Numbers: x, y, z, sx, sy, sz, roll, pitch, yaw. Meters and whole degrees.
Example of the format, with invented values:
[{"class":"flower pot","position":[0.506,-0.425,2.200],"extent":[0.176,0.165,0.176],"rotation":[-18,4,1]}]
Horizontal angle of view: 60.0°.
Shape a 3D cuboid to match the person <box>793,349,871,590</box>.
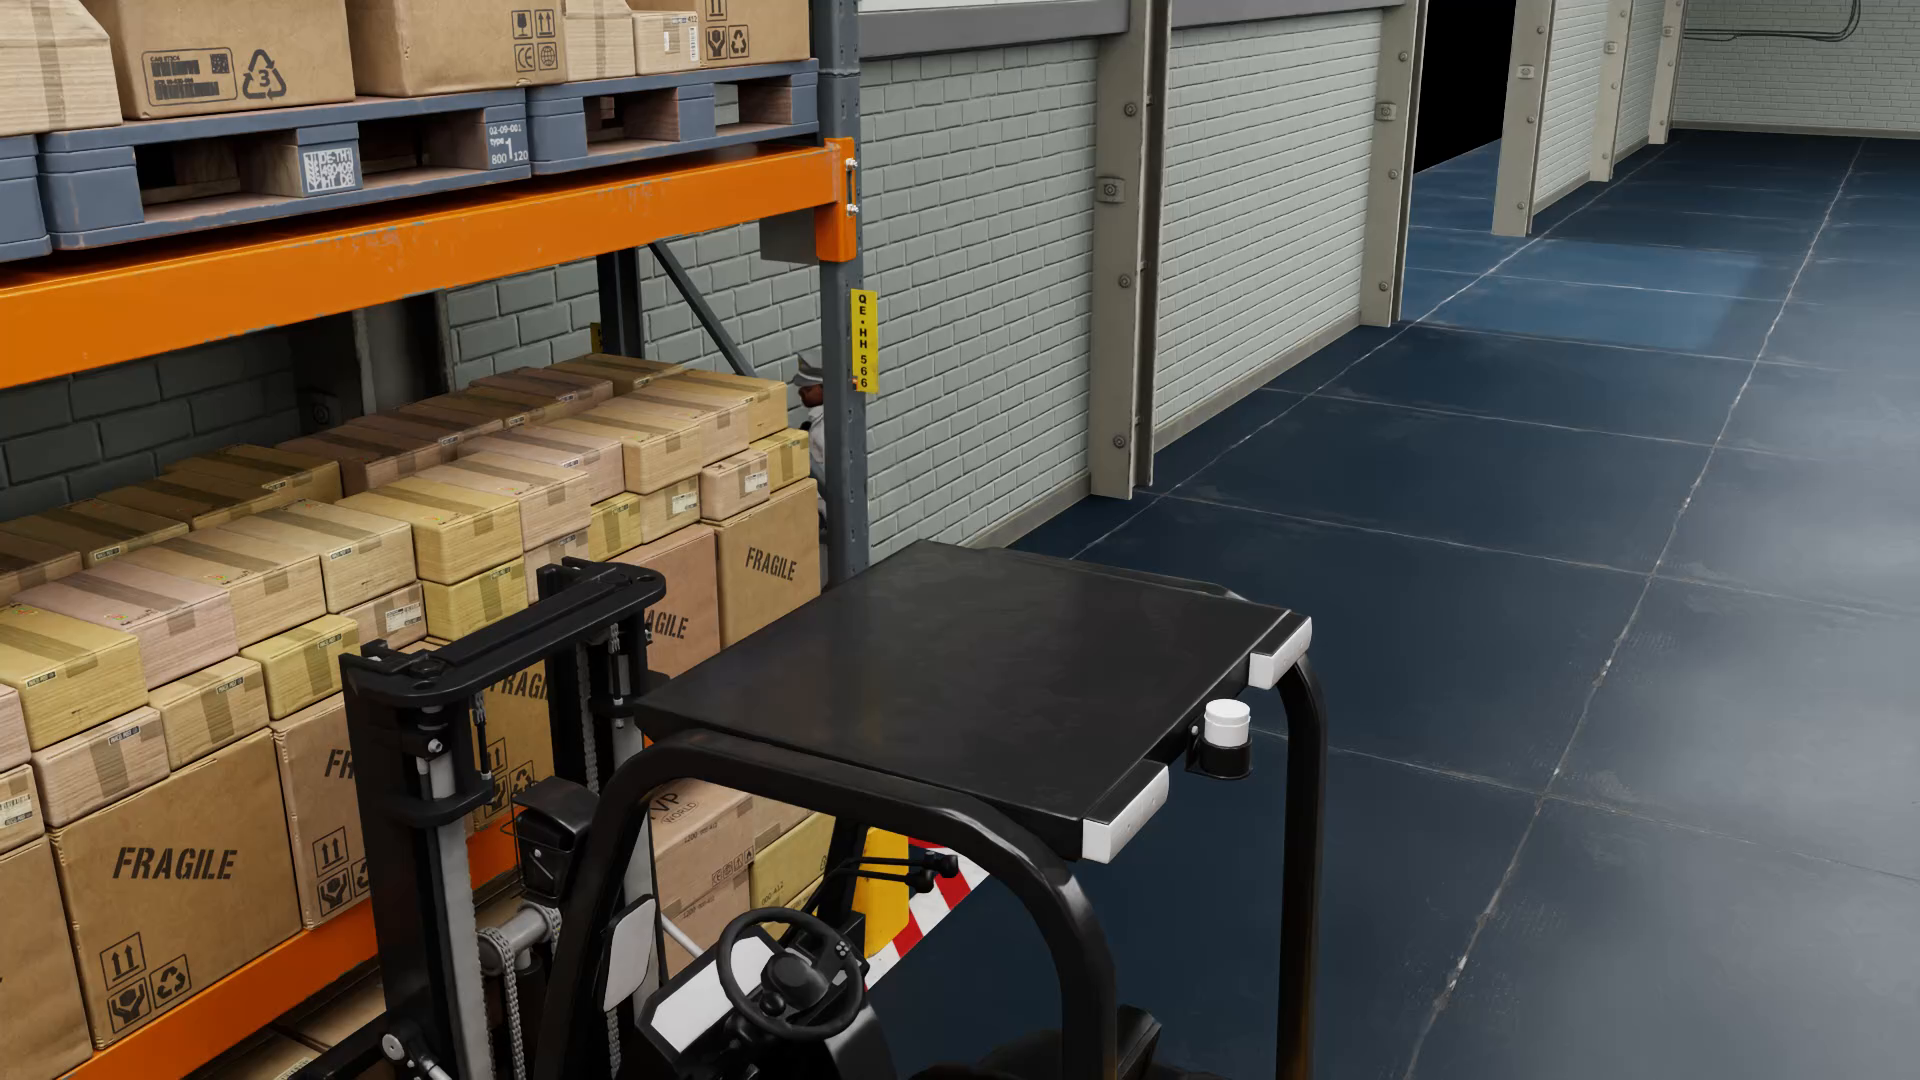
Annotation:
[{"class":"person","position":[-0.631,-0.067,7.712],"extent":[0.667,1.651,0.503],"rotation":[2,20,5]}]
